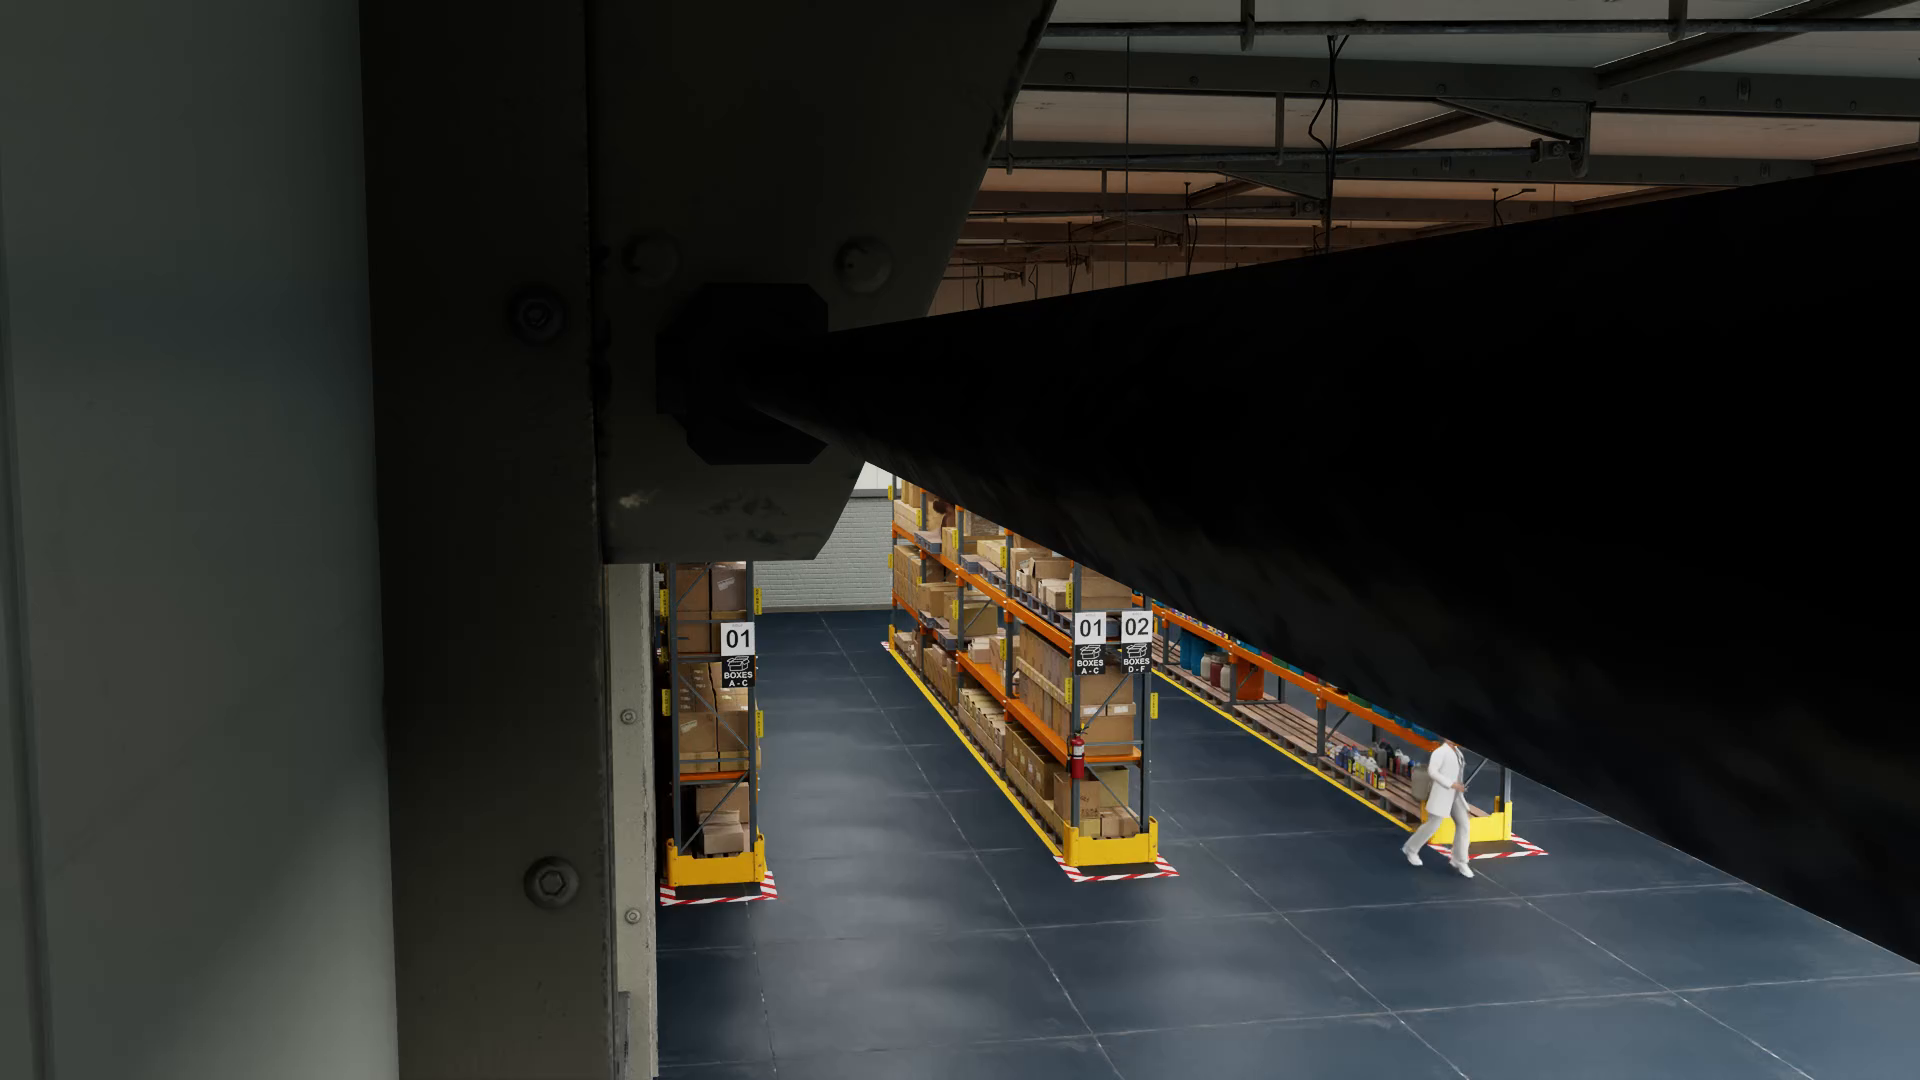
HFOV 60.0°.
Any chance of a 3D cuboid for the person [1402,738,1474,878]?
[{"bbox_3d":[6.087,3.219,20.744,0.763,1.796,0.947,-6,8,-42],"label":"person"}]
